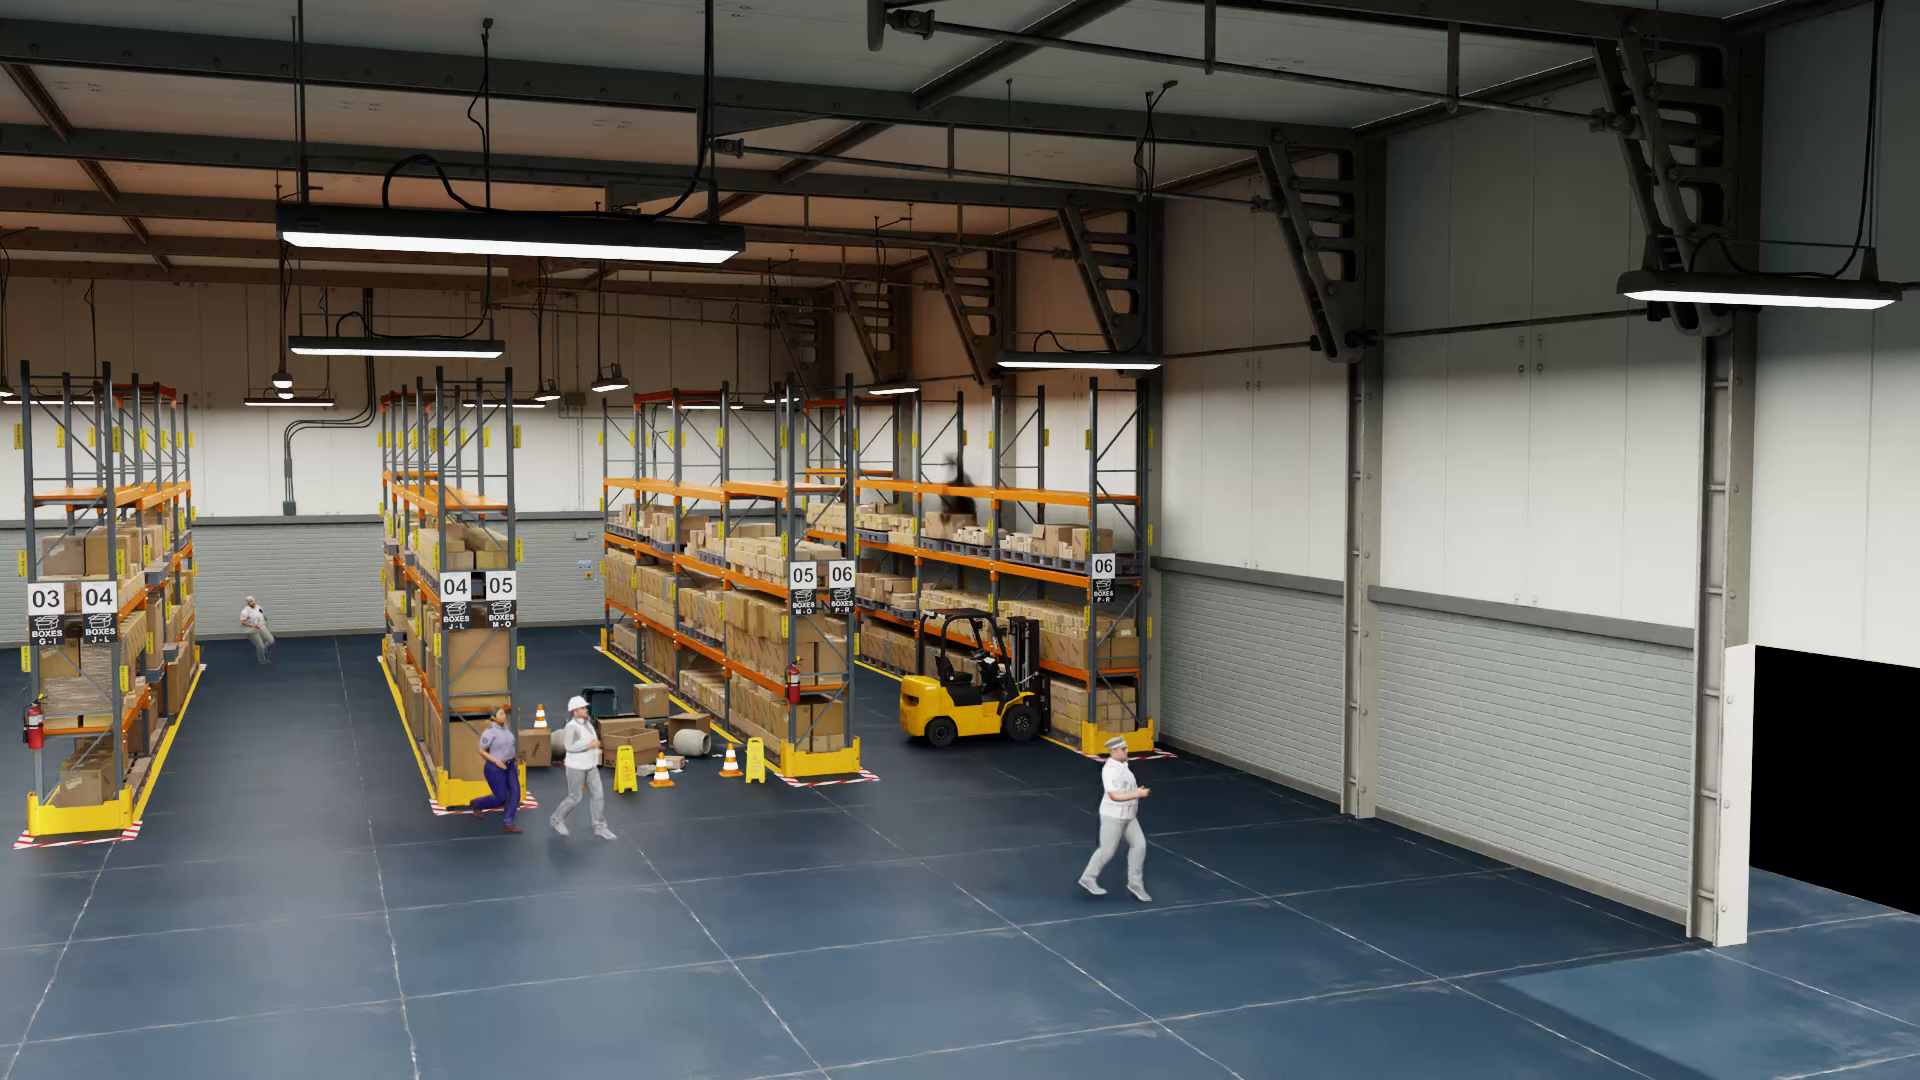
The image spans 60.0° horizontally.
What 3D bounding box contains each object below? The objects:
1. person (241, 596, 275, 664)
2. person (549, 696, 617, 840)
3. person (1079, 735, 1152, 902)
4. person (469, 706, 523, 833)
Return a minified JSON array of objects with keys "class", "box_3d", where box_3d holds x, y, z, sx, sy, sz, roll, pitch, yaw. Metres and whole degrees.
[{"class":"person","box_3d":[-15.566,2.005,36.879,0.511,1.565,0.687,2,4,32]},{"class":"person","box_3d":[-4.720,2.841,20.751,0.881,1.789,0.651,1,4,21]},{"class":"person","box_3d":[1.699,3.027,18.064,0.812,1.847,0.634,2,4,26]},{"class":"person","box_3d":[-5.909,2.928,21.261,0.709,1.616,0.608,1,4,21]}]
